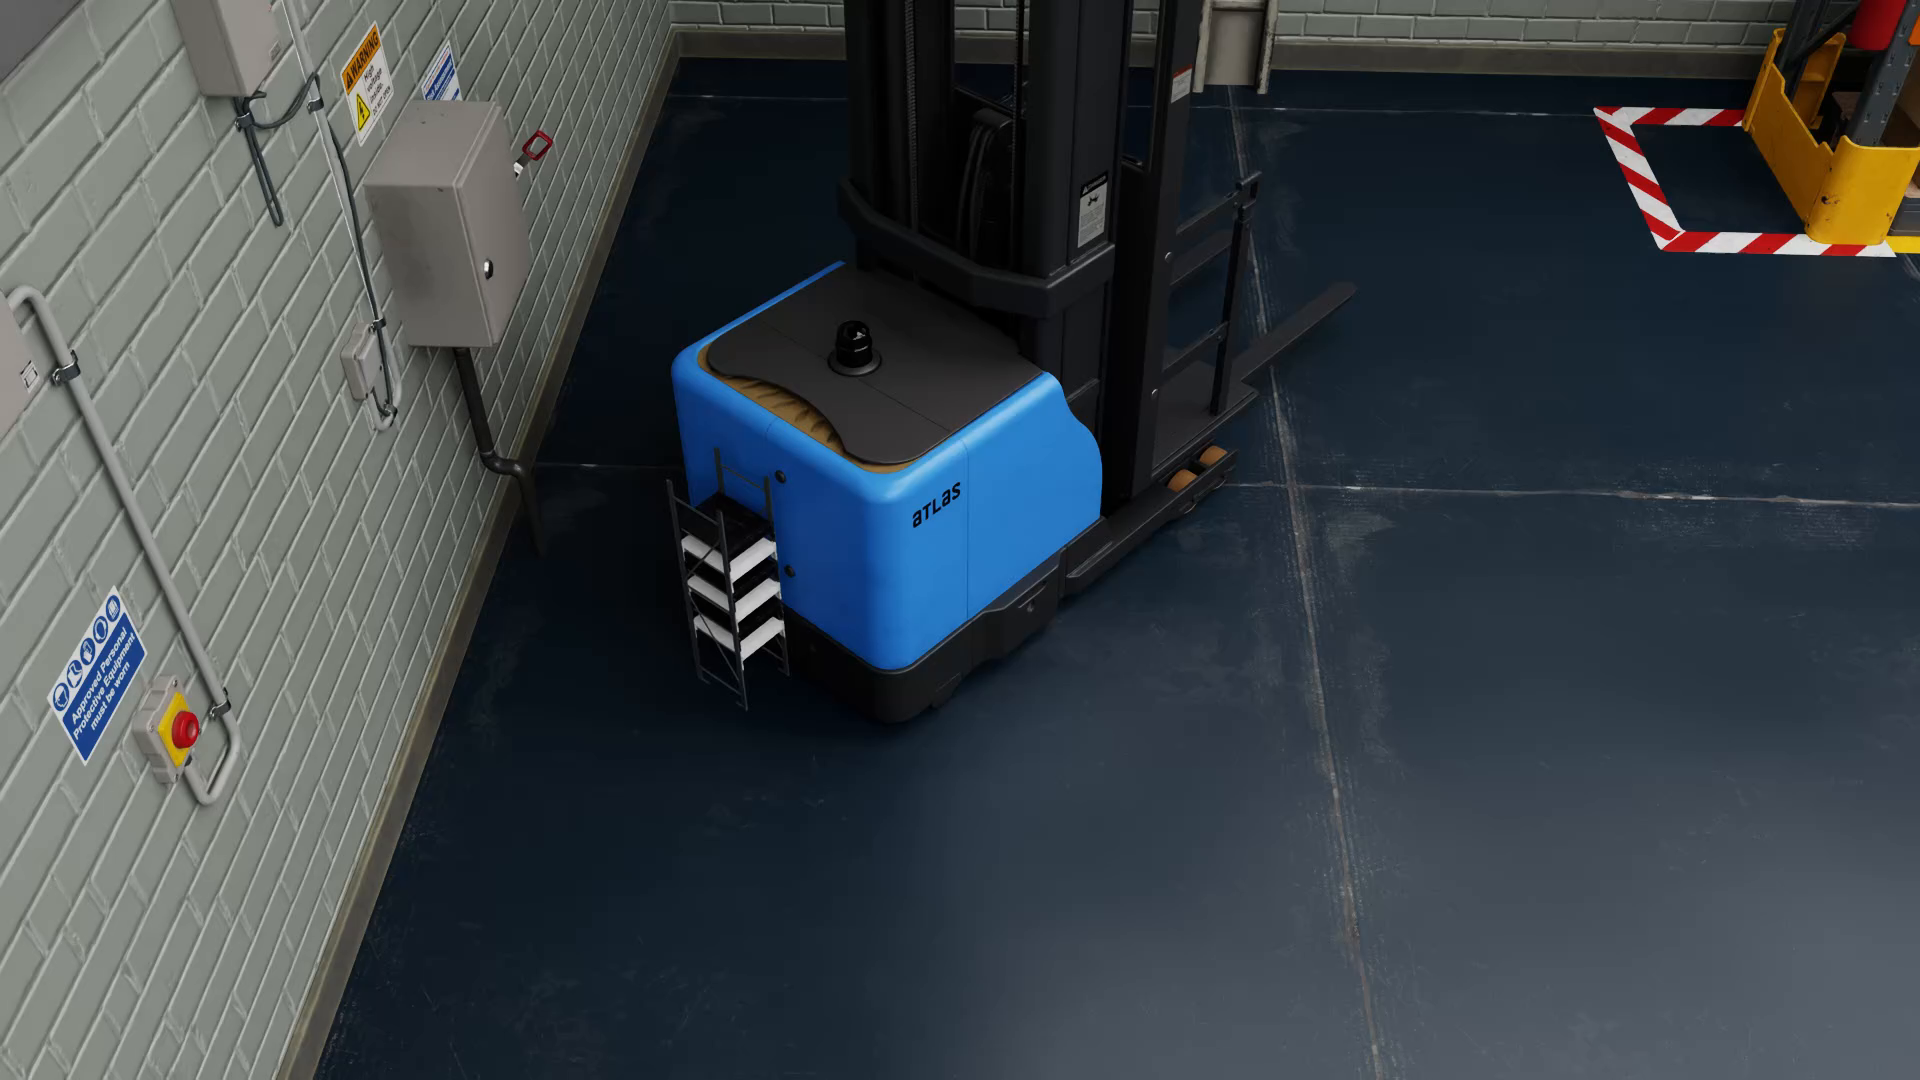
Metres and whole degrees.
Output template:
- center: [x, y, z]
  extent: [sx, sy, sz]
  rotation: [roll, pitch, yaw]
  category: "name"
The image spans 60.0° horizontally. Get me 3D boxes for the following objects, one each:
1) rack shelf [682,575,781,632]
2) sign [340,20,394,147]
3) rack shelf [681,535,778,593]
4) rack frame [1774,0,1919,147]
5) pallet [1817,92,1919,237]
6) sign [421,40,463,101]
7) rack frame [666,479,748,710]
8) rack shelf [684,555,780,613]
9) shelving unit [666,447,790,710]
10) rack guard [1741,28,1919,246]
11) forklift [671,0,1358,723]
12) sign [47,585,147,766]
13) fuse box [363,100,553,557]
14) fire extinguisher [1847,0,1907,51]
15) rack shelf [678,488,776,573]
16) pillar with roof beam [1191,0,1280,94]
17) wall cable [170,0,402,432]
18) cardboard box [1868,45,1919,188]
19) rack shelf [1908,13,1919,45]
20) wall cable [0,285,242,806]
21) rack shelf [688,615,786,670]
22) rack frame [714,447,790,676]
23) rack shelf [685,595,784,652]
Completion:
- center: [-0.748, 0.165, 5.461]
  extent: [0.258, 0.077, 0.200]
  rotation: [30, 50, 28]
  category: "rack shelf"
- center: [-1.739, -1.342, 4.884]
  extent: [0.001, 0.242, 0.339]
  rotation: [2, 43, 2]
  category: "sign"
- center: [-0.748, 0.034, 5.339]
  extent: [0.258, 0.077, 0.200]
  rotation: [30, 50, 28]
  category: "rack shelf"
- center: [4.084, -2.868, 7.128]
  extent: [0.127, 3.000, 1.000]
  rotation: [2, 43, 2]
  category: "rack frame"
- center: [4.957, -1.822, 8.051]
  extent: [1.213, 0.211, 1.003]
  rotation: [2, 43, 2]
  category: "pallet"
- center: [-1.714, -1.379, 5.600]
  extent: [0.001, 0.494, 0.329]
  rotation: [2, 43, 2]
  category: "sign"
- center: [-0.813, 0.194, 5.381]
  extent: [0.240, 0.900, 0.006]
  rotation: [30, 50, 28]
  category: "rack frame"
- center: [-0.748, 0.099, 5.400]
  extent: [0.258, 0.077, 0.200]
  rotation: [30, 50, 28]
  category: "rack shelf"
- center: [-0.748, 0.141, 5.439]
  extent: [0.258, 0.900, 0.210]
  rotation: [30, 50, 28]
  category: "shelving unit"
- center: [4.160, -1.951, 7.978]
  extent: [0.348, 0.500, 1.175]
  rotation: [2, 43, 2]
  category: "rack guard"
- center: [0.425, -1.387, 5.588]
  extent: [1.130, 2.935, 3.031]
  rotation: [32, 52, 30]
  category: "forklift"
- center: [-1.833, 0.287, 3.543]
  extent: [0.001, 0.218, 0.327]
  rotation: [2, 43, 2]
  category: "sign"
- center: [-1.529, -0.600, 5.639]
  extent: [0.414, 1.711, 0.539]
  rotation: [2, 43, 2]
  category: "fuse box"
- center: [3.916, -2.393, 6.949]
  extent: [0.183, 0.674, 0.296]
  rotation: [2, 43, 2]
  category: "fire extinguisher"
- center: [-0.748, -0.032, 5.277]
  extent: [0.258, 0.077, 0.200]
  rotation: [30, 50, 28]
  category: "rack shelf"
- center: [1.237, -2.829, 2.684]
  extent: [0.400, 9.000, 9.100]
  rotation: [2, 43, 2]
  category: "pillar with roof beam"
- center: [-1.717, -0.983, 4.360]
  extent: [0.122, 1.984, 0.588]
  rotation: [2, 43, 2]
  category: "wall cable"
- center: [4.691, -2.025, 7.747]
  extent: [0.637, 0.503, 0.797]
  rotation: [0, 43, 0]
  category: "cardboard box"
- center: [6.082, -2.544, 7.308]
  extent: [4.000, 0.370, 1.077]
  rotation: [2, 43, 2]
  category: "rack shelf"
- center: [-1.770, -0.029, 3.312]
  extent: [0.123, 1.953, 0.585]
  rotation: [2, 43, 2]
  category: "wall cable"
- center: [-0.748, 0.297, 5.584]
  extent: [0.258, 0.077, 0.200]
  rotation: [30, 50, 28]
  category: "rack shelf"
- center: [-0.683, 0.088, 5.496]
  extent: [0.240, 0.900, 0.006]
  rotation: [30, 50, 28]
  category: "rack frame"
- center: [-0.748, 0.231, 5.523]
  extent: [0.258, 0.077, 0.200]
  rotation: [30, 50, 28]
  category: "rack shelf"
